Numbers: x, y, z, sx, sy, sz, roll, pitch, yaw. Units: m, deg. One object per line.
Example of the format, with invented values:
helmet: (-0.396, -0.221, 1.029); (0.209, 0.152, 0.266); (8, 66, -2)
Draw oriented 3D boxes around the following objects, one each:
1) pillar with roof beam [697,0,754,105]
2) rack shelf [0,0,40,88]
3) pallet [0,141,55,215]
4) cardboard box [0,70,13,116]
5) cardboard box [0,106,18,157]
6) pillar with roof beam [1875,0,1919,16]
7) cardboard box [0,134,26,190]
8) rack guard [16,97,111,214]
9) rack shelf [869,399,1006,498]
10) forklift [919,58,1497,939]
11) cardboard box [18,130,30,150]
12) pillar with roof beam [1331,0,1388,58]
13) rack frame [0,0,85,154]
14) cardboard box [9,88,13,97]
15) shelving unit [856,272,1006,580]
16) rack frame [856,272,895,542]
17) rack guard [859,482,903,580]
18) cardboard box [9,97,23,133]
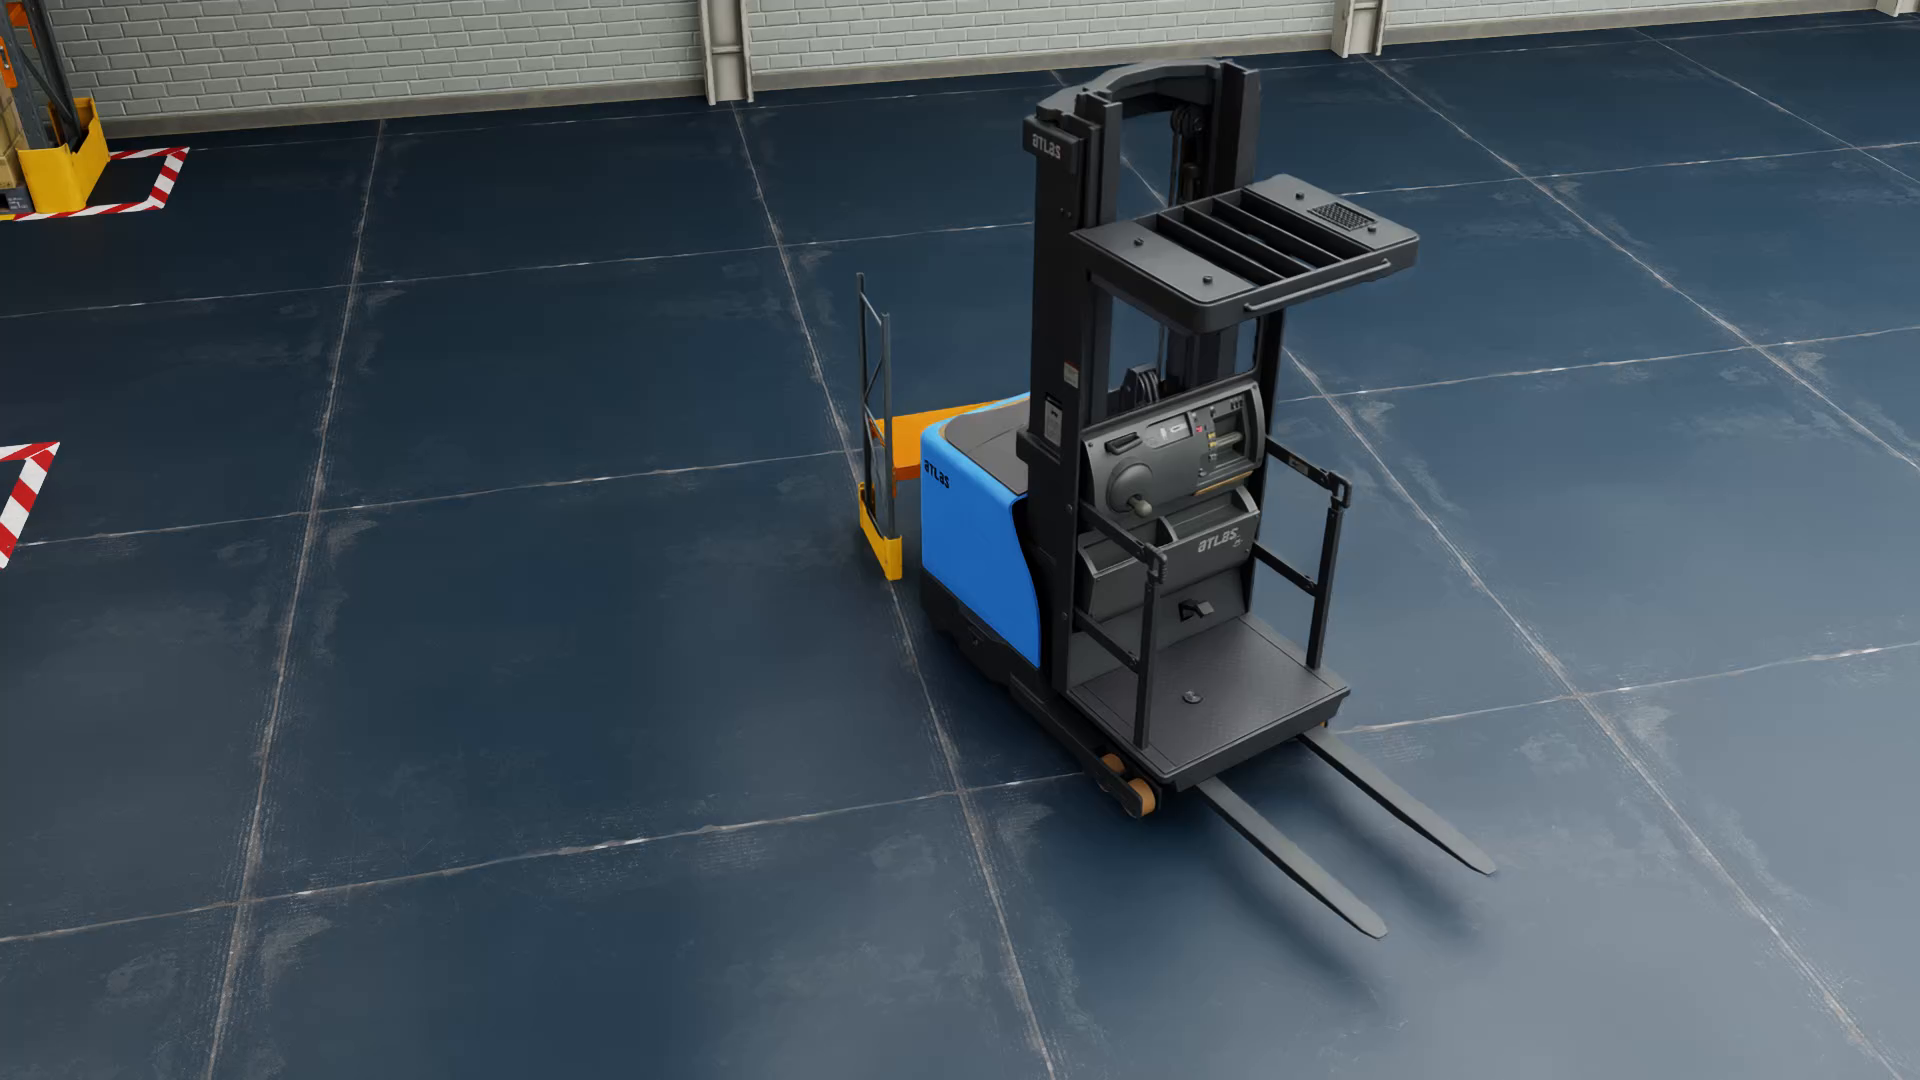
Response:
pillar with roof beam: (-1.110, -5.351, 8.871); (0.400, 9.000, 9.100); (-7, 35, -11)
rack shelf: (-8.985, -3.513, 12.162); (4.000, 0.370, 1.077); (-7, 35, -11)
pallet: (-7.771, -2.783, 12.931); (1.213, 0.211, 1.003); (-7, 35, -11)
cardboard box: (-7.414, -3.280, 12.362); (0.500, 0.250, 0.500); (-6, 34, -9)
cardboard box: (-7.440, -3.068, 12.496); (0.500, 0.250, 0.500); (-8, 35, -11)
pillar with roof beam: (10.594, -6.826, 11.069); (0.400, 9.000, 9.100); (-7, 35, -11)
cardboard box: (-7.423, -2.861, 12.635); (0.500, 0.250, 0.500); (-7, 34, -10)
rack guard: (-7.011, -3.023, 13.029); (0.348, 0.500, 1.175); (-7, 35, -11)
rack shelf: (0.059, -0.510, 8.710); (1.000, 0.185, 0.538); (-10, 35, -15)
forklift: (1.028, -0.323, 6.824); (1.130, 2.935, 3.031); (-20, 39, -27)
cardboard box: (-7.556, -3.136, 13.046); (0.500, 0.250, 0.500); (-7, 35, -10)
pillar with roof beam: (4.742, -6.089, 9.970); (0.400, 9.000, 9.100); (-7, 35, -11)
rack frame: (-7.034, -4.058, 12.328); (0.127, 3.000, 1.000); (-7, 35, -11)
cardboard box: (-7.544, -3.549, 12.764); (0.500, 0.250, 0.500); (-8, 35, -11)
shelving unit: (0.050, -0.658, 8.607); (1.083, 1.500, 0.587); (-10, 35, -15)
rack frame: (-0.425, -0.572, 8.480); (0.032, 1.500, 0.500); (-10, 35, -15)
rack guard: (-0.423, -0.053, 8.828); (0.087, 0.250, 0.587); (-10, 35, -15)
cardboard box: (-7.538, -3.353, 12.920); (0.500, 0.250, 0.500); (-7, 34, -10)
